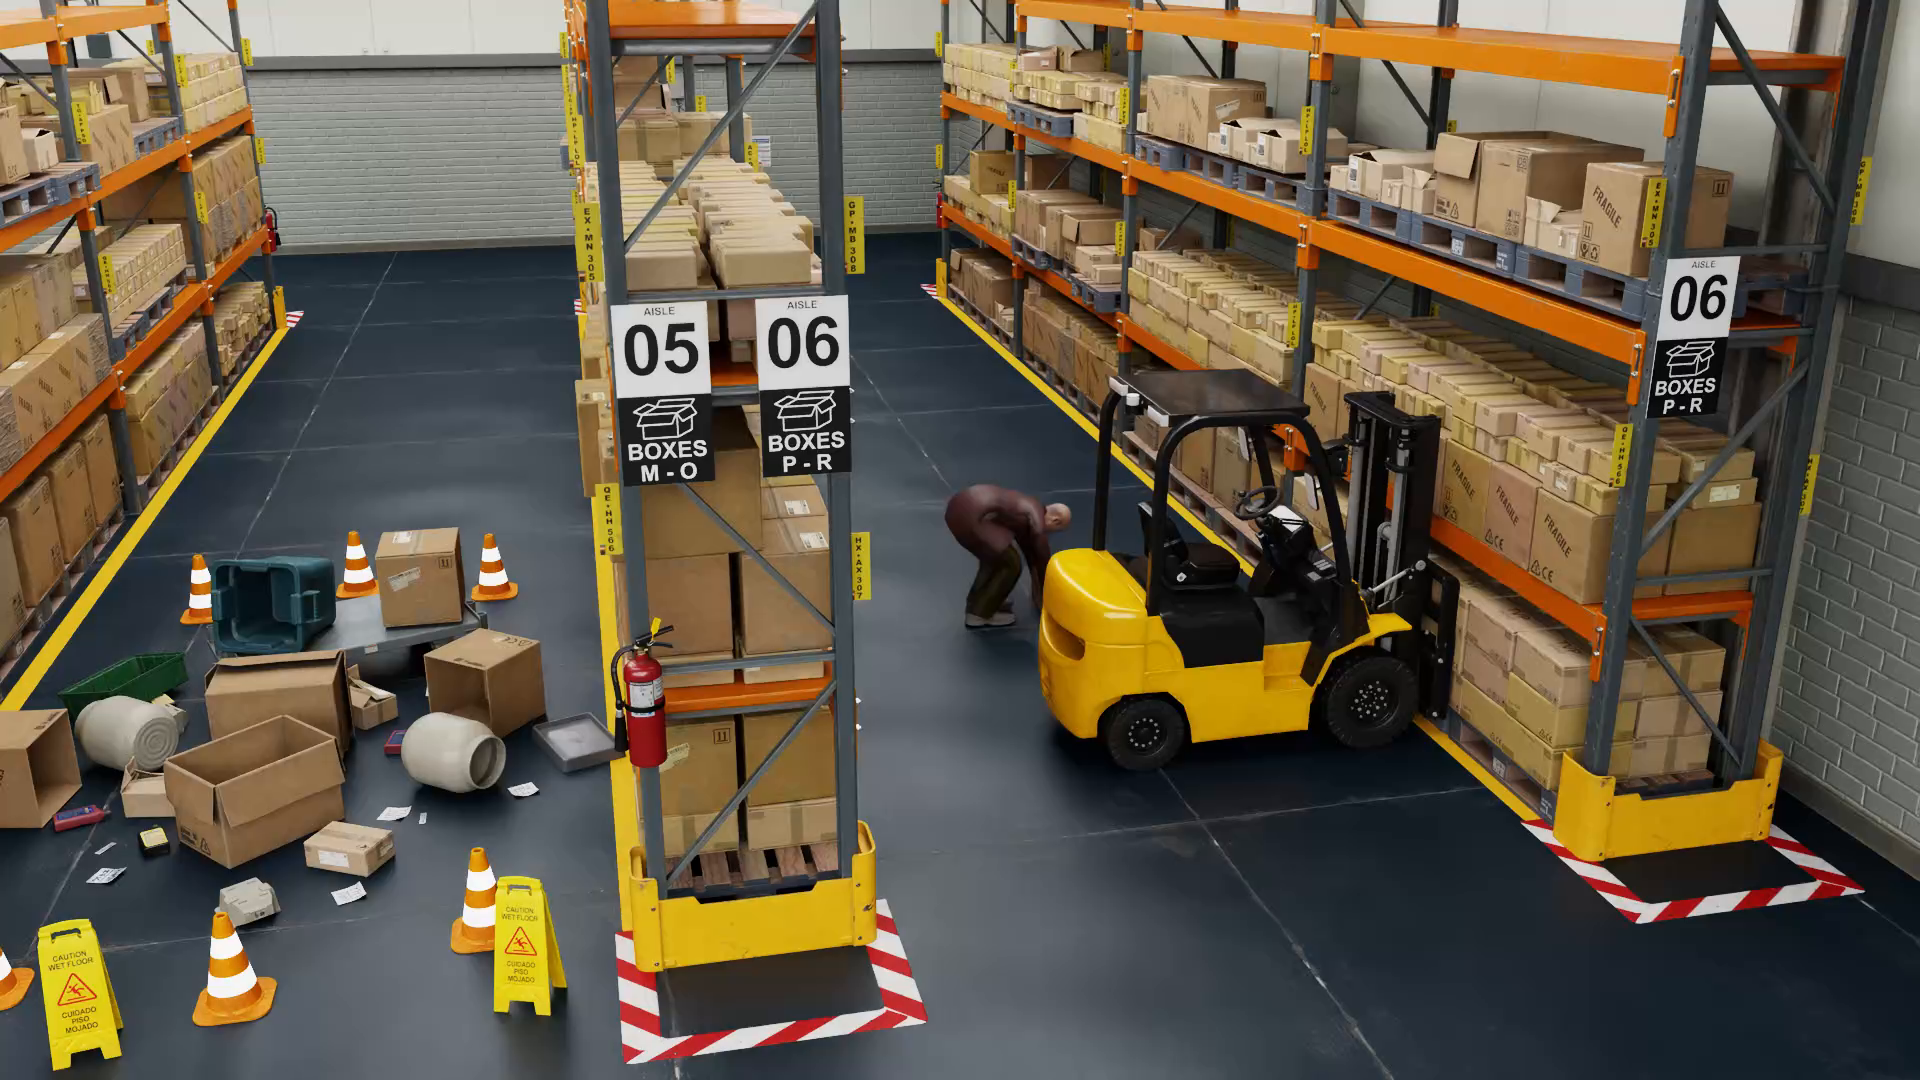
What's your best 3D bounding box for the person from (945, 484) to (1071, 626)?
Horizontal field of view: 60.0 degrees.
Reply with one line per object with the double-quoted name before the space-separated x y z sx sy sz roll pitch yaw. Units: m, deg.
"person" 0.356 0.076 12.029 0.942 1.010 0.582 -5 20 -15
